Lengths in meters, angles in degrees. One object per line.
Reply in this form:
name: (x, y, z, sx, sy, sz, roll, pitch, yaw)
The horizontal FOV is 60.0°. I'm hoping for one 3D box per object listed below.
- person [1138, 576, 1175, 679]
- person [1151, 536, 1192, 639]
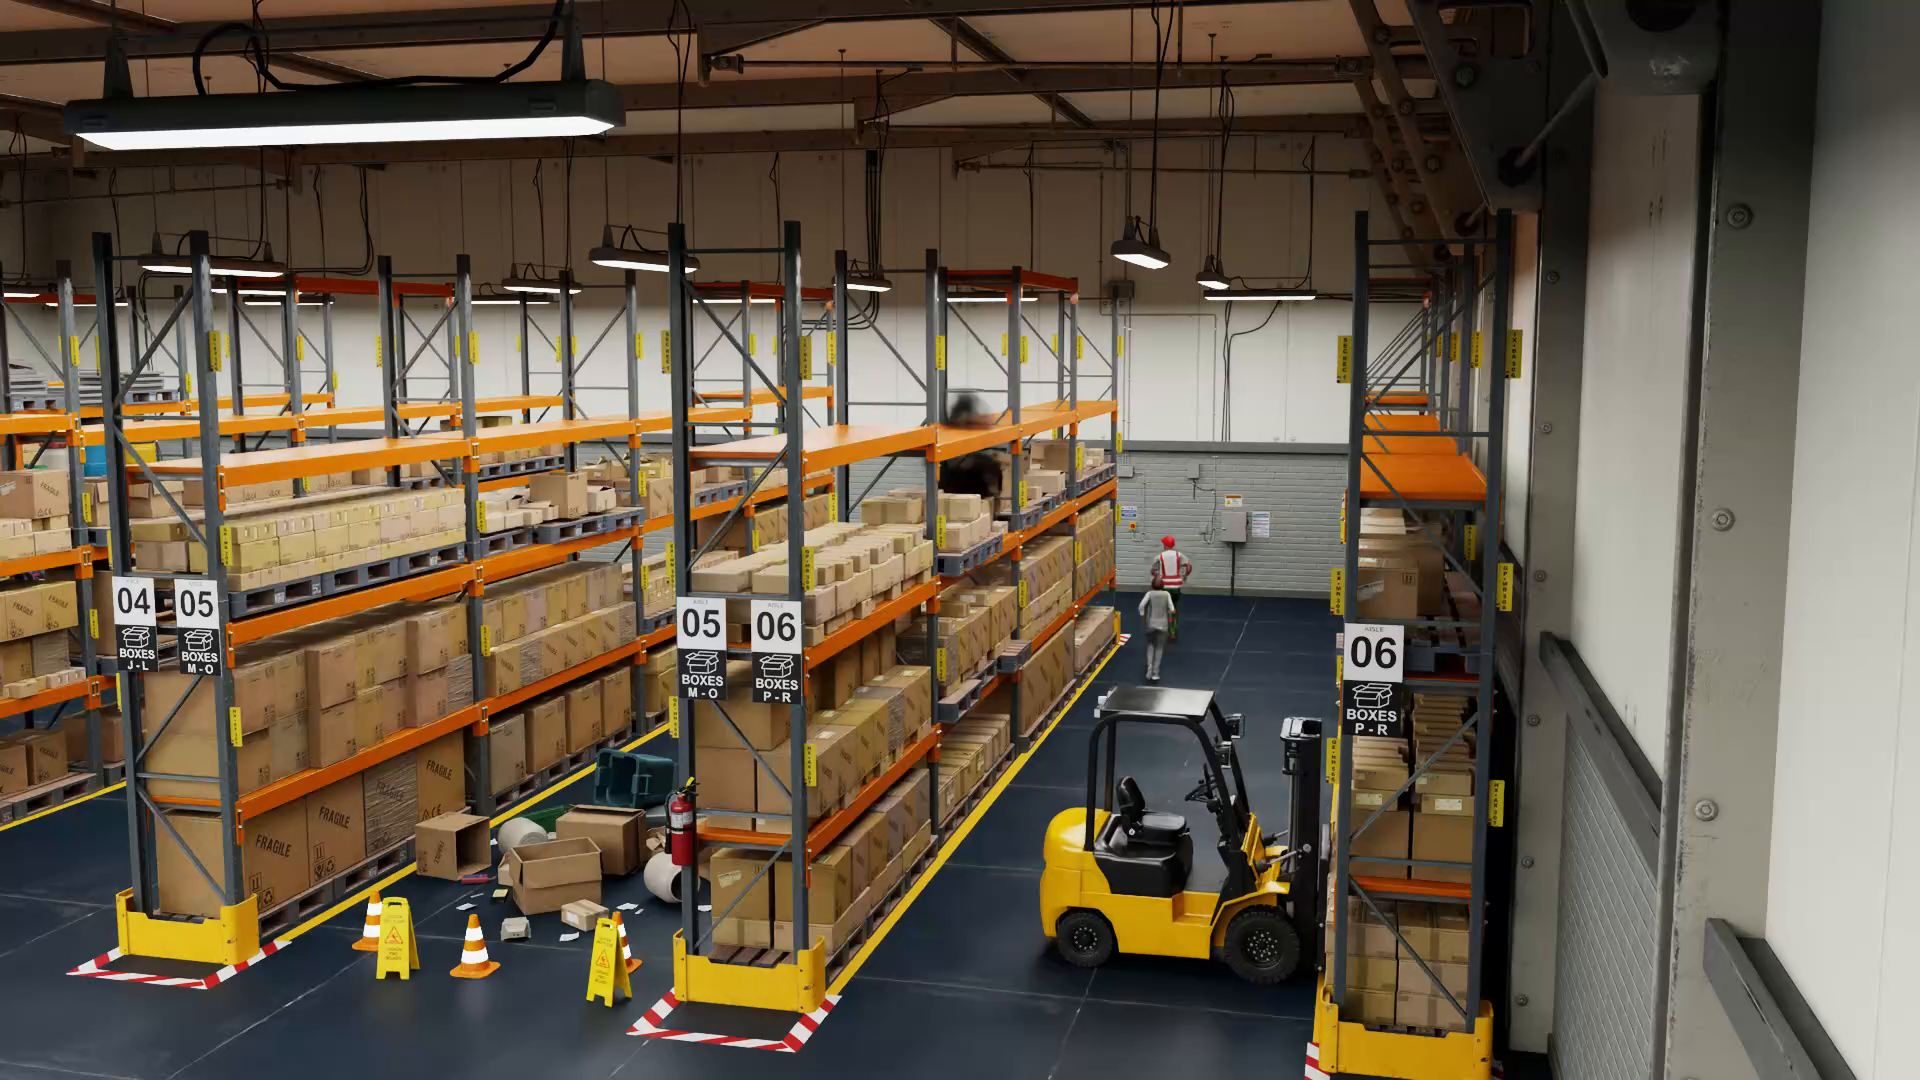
person: (2.972, 1.328, 25.101, 0.534, 1.598, 0.652, 1, 7, 12)
person: (3.584, 0.827, 28.442, 0.668, 1.813, 0.703, -1, 7, -8)
